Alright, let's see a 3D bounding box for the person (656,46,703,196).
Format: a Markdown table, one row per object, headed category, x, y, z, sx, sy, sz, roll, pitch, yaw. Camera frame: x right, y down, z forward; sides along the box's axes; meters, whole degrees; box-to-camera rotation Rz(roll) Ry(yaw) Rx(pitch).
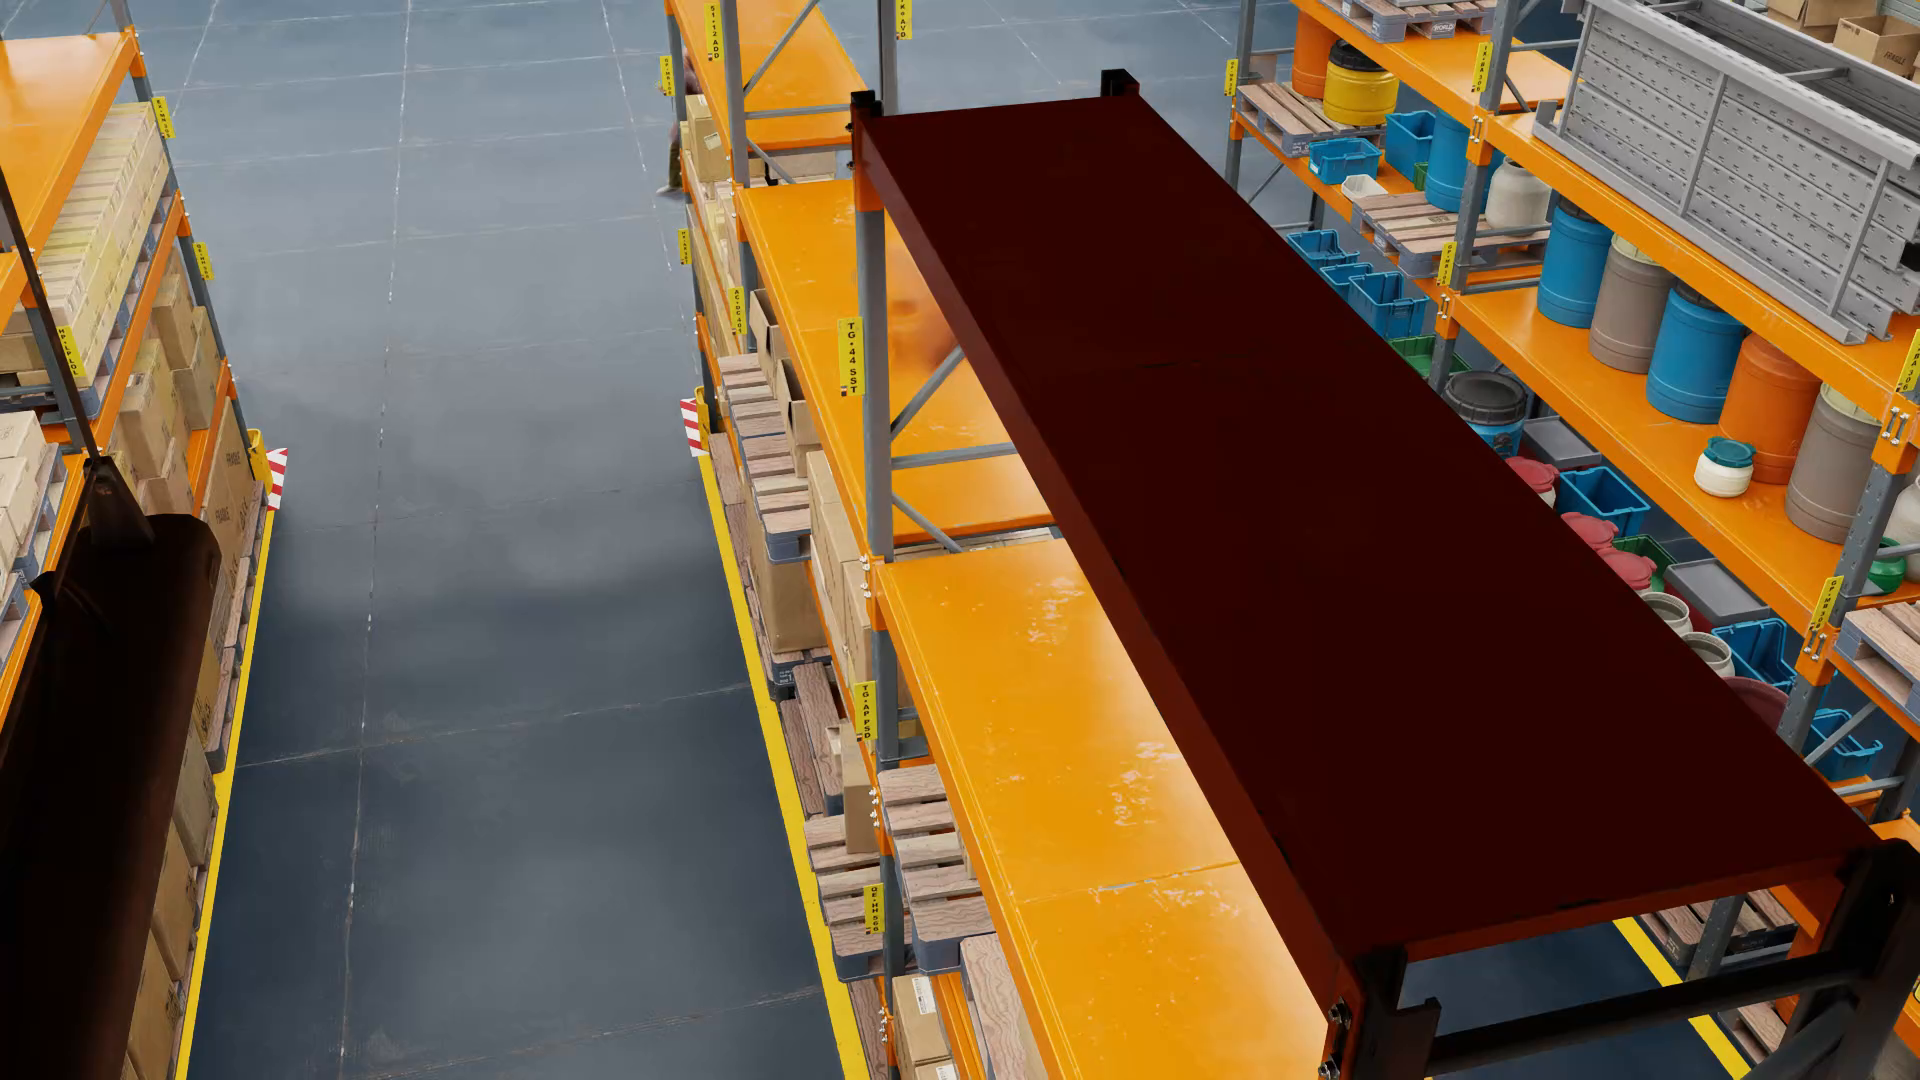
| category | x | y | z | sx | sy | sz | roll | pitch | yaw |
| --- | --- | --- | --- | --- | --- | --- | --- | --- | --- |
| person | -3.202 | -4.963 | 19.705 | 0.950 | 1.790 | 0.701 | 3 | 35 | 4 |
